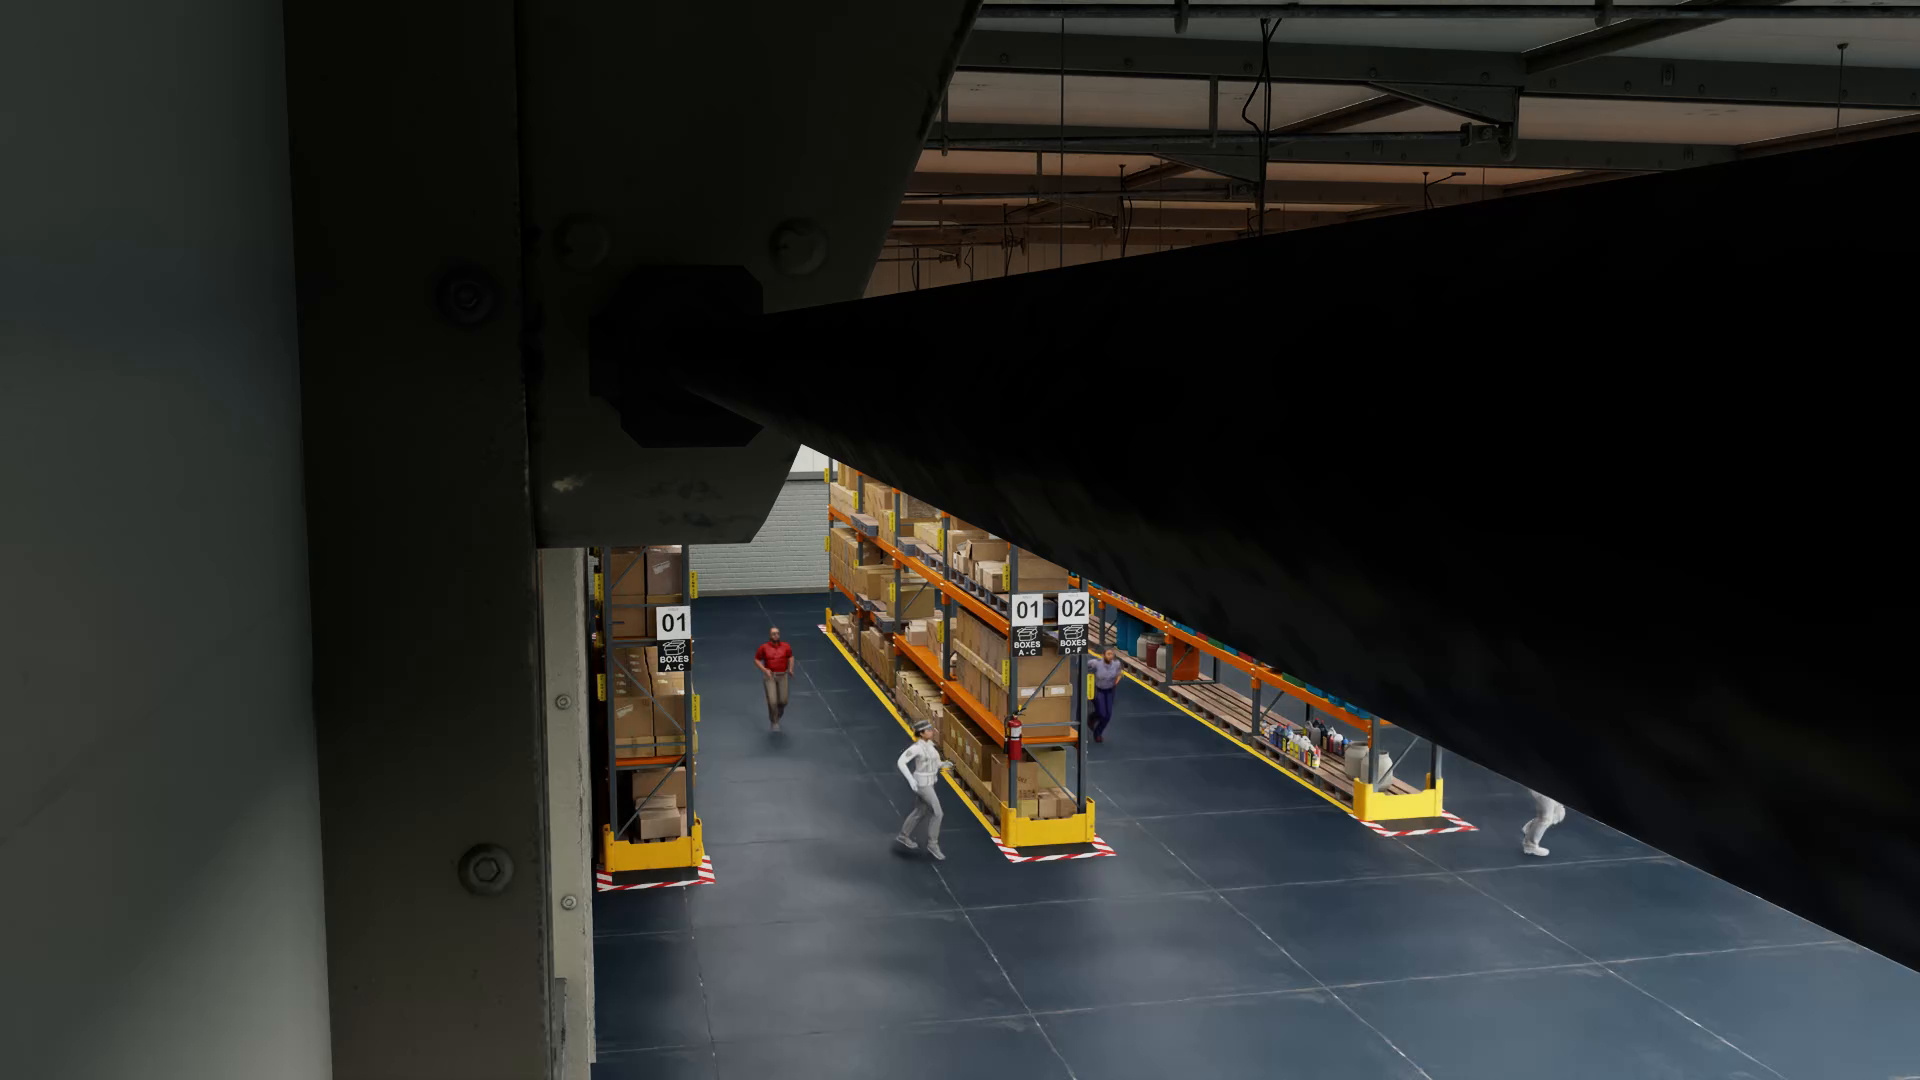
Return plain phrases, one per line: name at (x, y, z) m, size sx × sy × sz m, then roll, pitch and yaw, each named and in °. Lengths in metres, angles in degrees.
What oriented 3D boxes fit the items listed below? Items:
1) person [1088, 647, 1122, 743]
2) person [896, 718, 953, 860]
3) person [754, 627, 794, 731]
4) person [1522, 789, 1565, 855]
person at (2.276, 2.446, 26.316) m, size 0.592 × 1.577 × 0.667 m, roll -3°, pitch 7°, yaw -21°
person at (-0.442, 3.063, 20.534) m, size 0.743 × 1.754 × 0.583 m, roll 2°, pitch 7°, yaw 17°
person at (-3.040, 2.269, 27.327) m, size 0.665 × 1.688 × 0.603 m, roll -2°, pitch 7°, yaw -18°
person at (7.272, 3.060, 20.512) m, size 0.584 × 1.689 × 0.645 m, roll 1°, pitch 7°, yaw 12°
